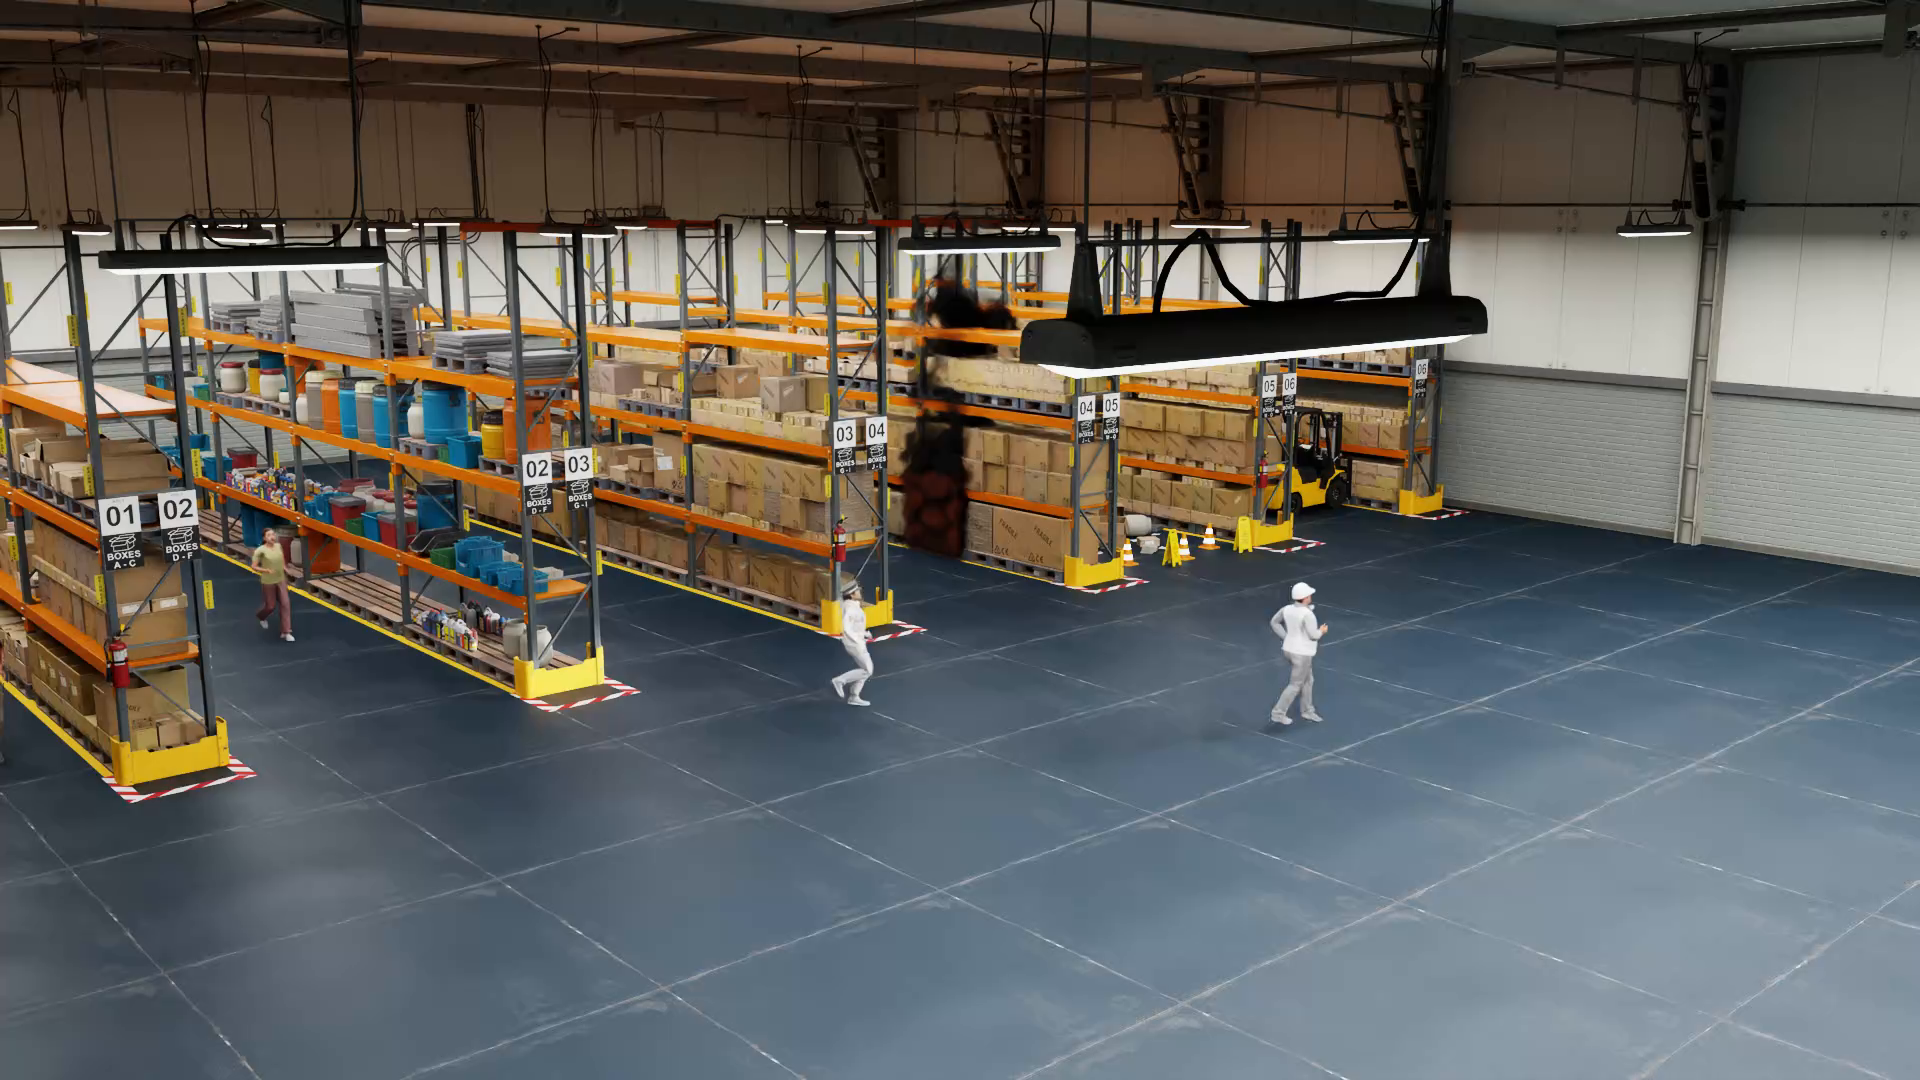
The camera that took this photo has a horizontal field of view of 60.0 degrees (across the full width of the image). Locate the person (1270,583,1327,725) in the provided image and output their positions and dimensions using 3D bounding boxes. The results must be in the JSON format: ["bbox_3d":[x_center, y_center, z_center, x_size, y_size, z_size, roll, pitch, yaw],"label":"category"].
[{"bbox_3d":[4.151,1.407,20.337,0.801,1.806,0.654,-4,12,-20],"label":"person"}]

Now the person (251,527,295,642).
[{"bbox_3d":[-10.130,0.629,24.506,0.935,1.663,0.578,10,15,40],"label":"person"}]

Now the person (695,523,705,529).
[{"bbox_3d":[-4.956,-1.006,31.678,0.684,1.699,0.749,11,16,43],"label":"person"}]

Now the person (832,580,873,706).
[{"bbox_3d":[-1.378,1.318,21.227,0.551,1.659,0.622,-2,12,-9],"label":"person"}]

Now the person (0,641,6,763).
[{"bbox_3d":[-11.368,1.689,19.290,0.816,1.717,0.663,11,16,43],"label":"person"}]
